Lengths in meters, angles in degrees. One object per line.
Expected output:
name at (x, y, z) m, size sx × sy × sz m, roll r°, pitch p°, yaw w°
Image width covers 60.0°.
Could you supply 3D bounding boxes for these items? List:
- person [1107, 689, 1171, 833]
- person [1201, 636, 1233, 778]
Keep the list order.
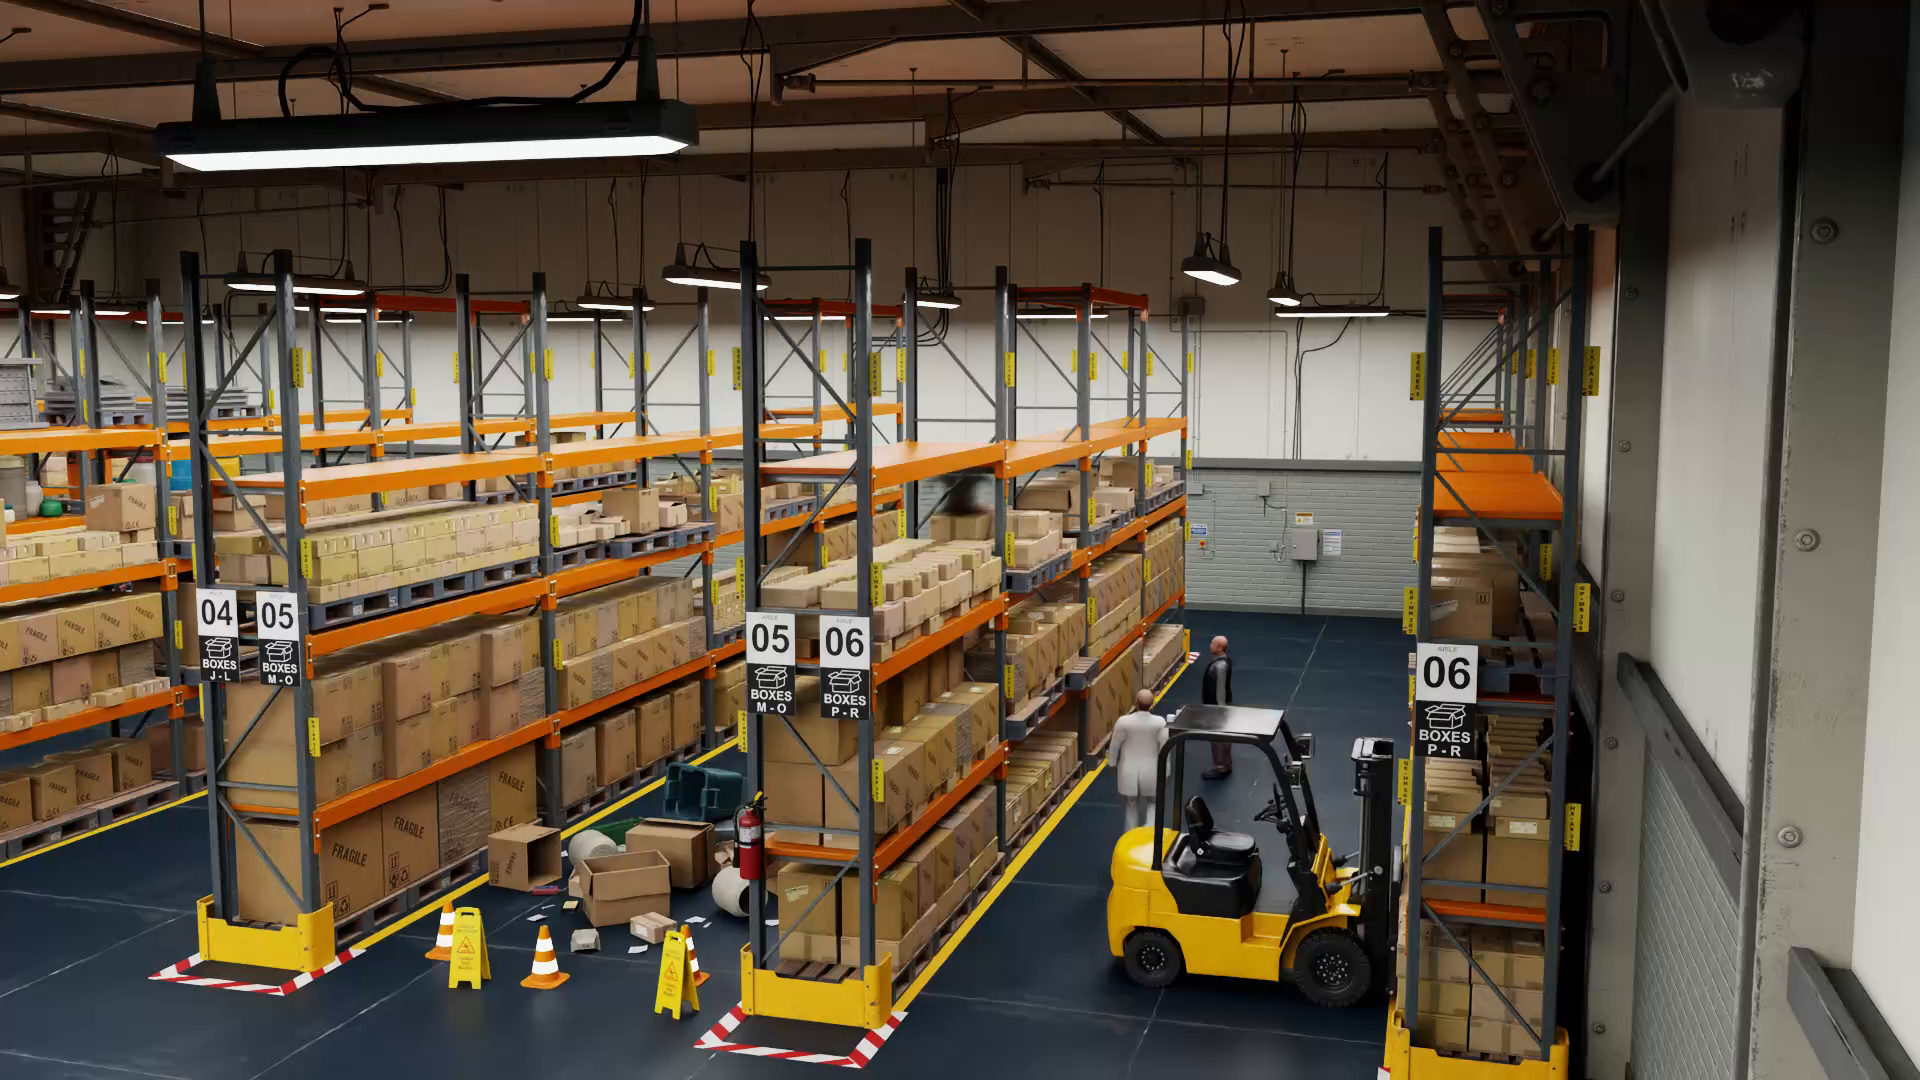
person at (1.827, 2.380, 16.988) m, size 0.649 × 1.790 × 0.504 m, roll 1°, pitch 6°, yaw 7°
person at (3.162, 2.031, 20.390) m, size 0.374 × 1.726 × 0.601 m, roll 2°, pitch 7°, yaw 20°
